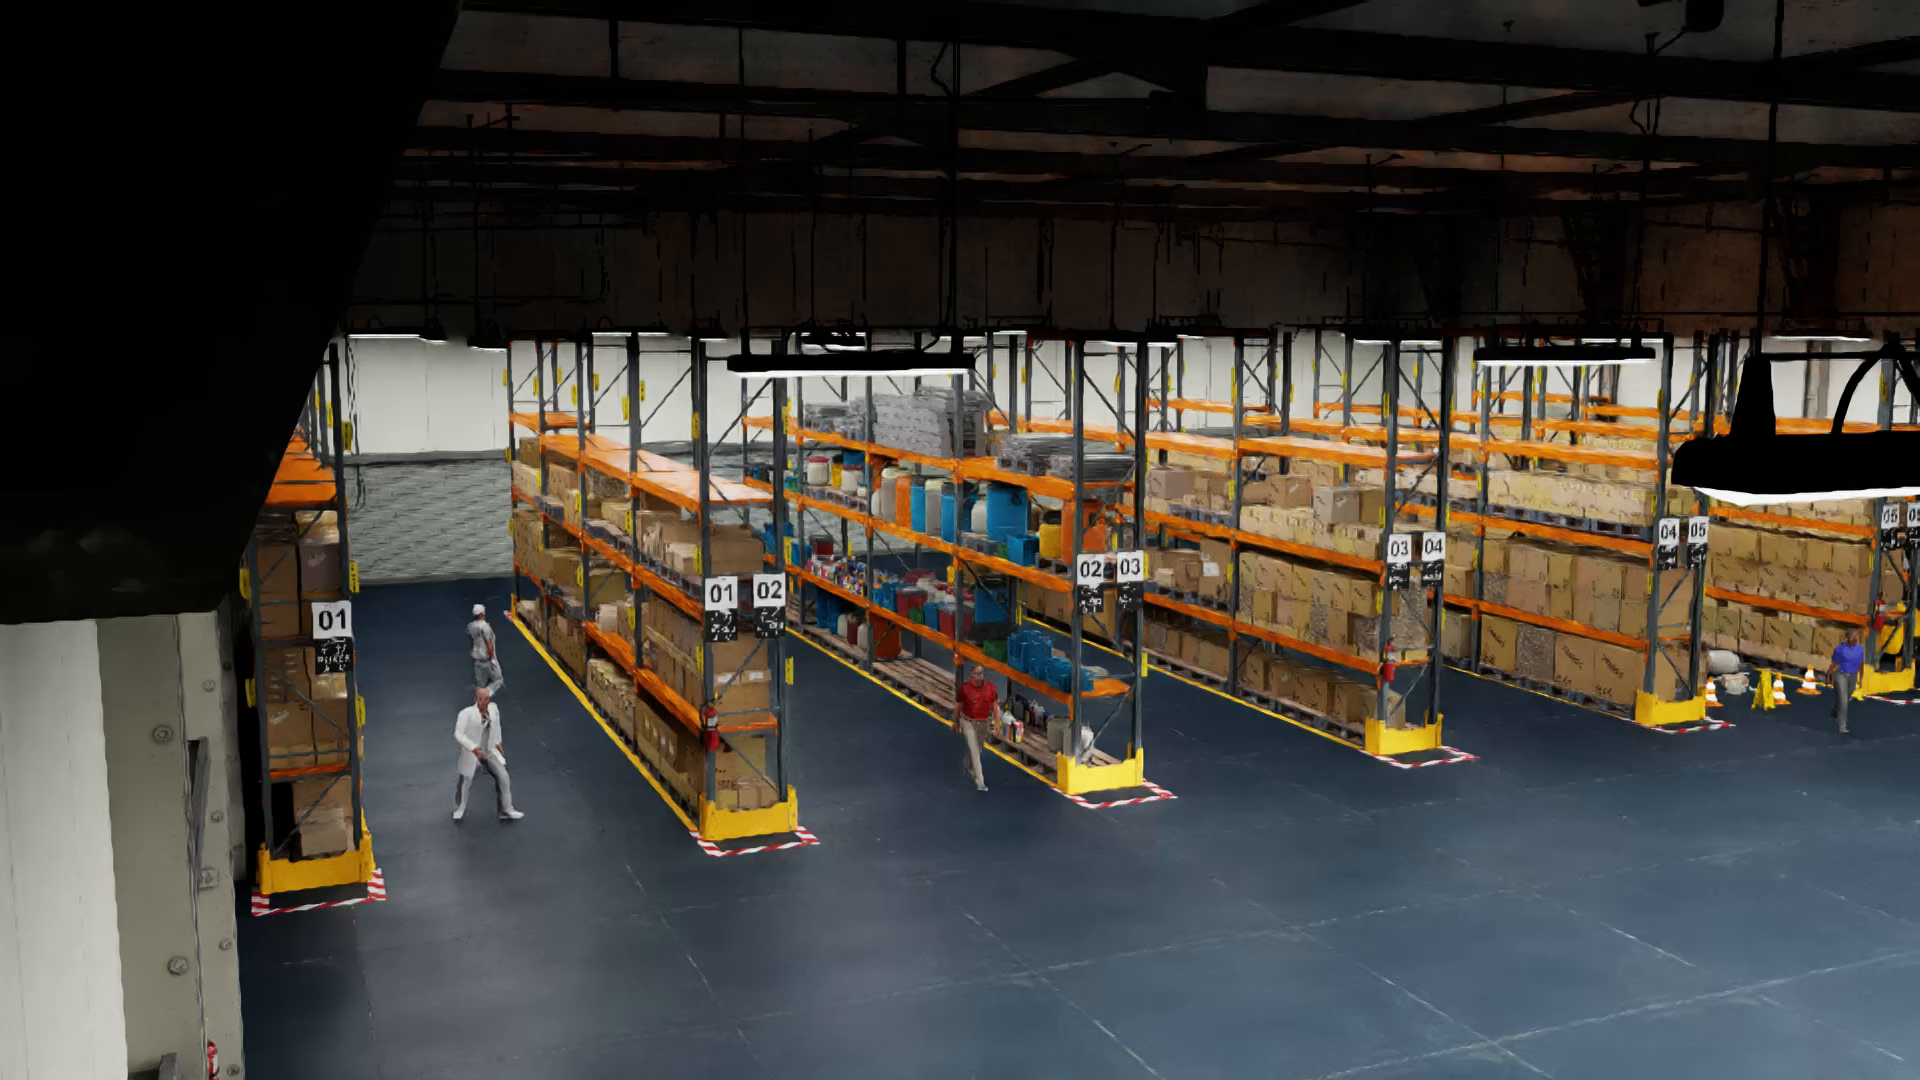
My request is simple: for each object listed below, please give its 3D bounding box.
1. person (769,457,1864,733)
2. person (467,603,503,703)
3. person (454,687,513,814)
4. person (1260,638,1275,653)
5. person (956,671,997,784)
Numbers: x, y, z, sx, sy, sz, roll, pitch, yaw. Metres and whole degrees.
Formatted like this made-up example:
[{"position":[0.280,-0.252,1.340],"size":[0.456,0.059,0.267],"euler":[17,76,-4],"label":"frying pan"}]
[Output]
[{"position":[4.778,0.540,30.904],"size":[17.653,3.180,12.773],"euler":[0,8,-2],"label":"person"},{"position":[-7.522,1.885,26.221],"size":[0.594,1.786,0.443],"euler":[6,10,37],"label":"person"},{"position":[-6.007,2.673,20.775],"size":[0.701,1.530,0.880],"euler":[-6,10,-39],"label":"person"},{"position":[5.678,1.389,30.199],"size":[0.537,1.677,0.411],"euler":[6,10,37],"label":"person"},{"position":[0.208,2.478,22.425],"size":[0.538,1.532,0.835],"euler":[-3,8,-23],"label":"person"}]
